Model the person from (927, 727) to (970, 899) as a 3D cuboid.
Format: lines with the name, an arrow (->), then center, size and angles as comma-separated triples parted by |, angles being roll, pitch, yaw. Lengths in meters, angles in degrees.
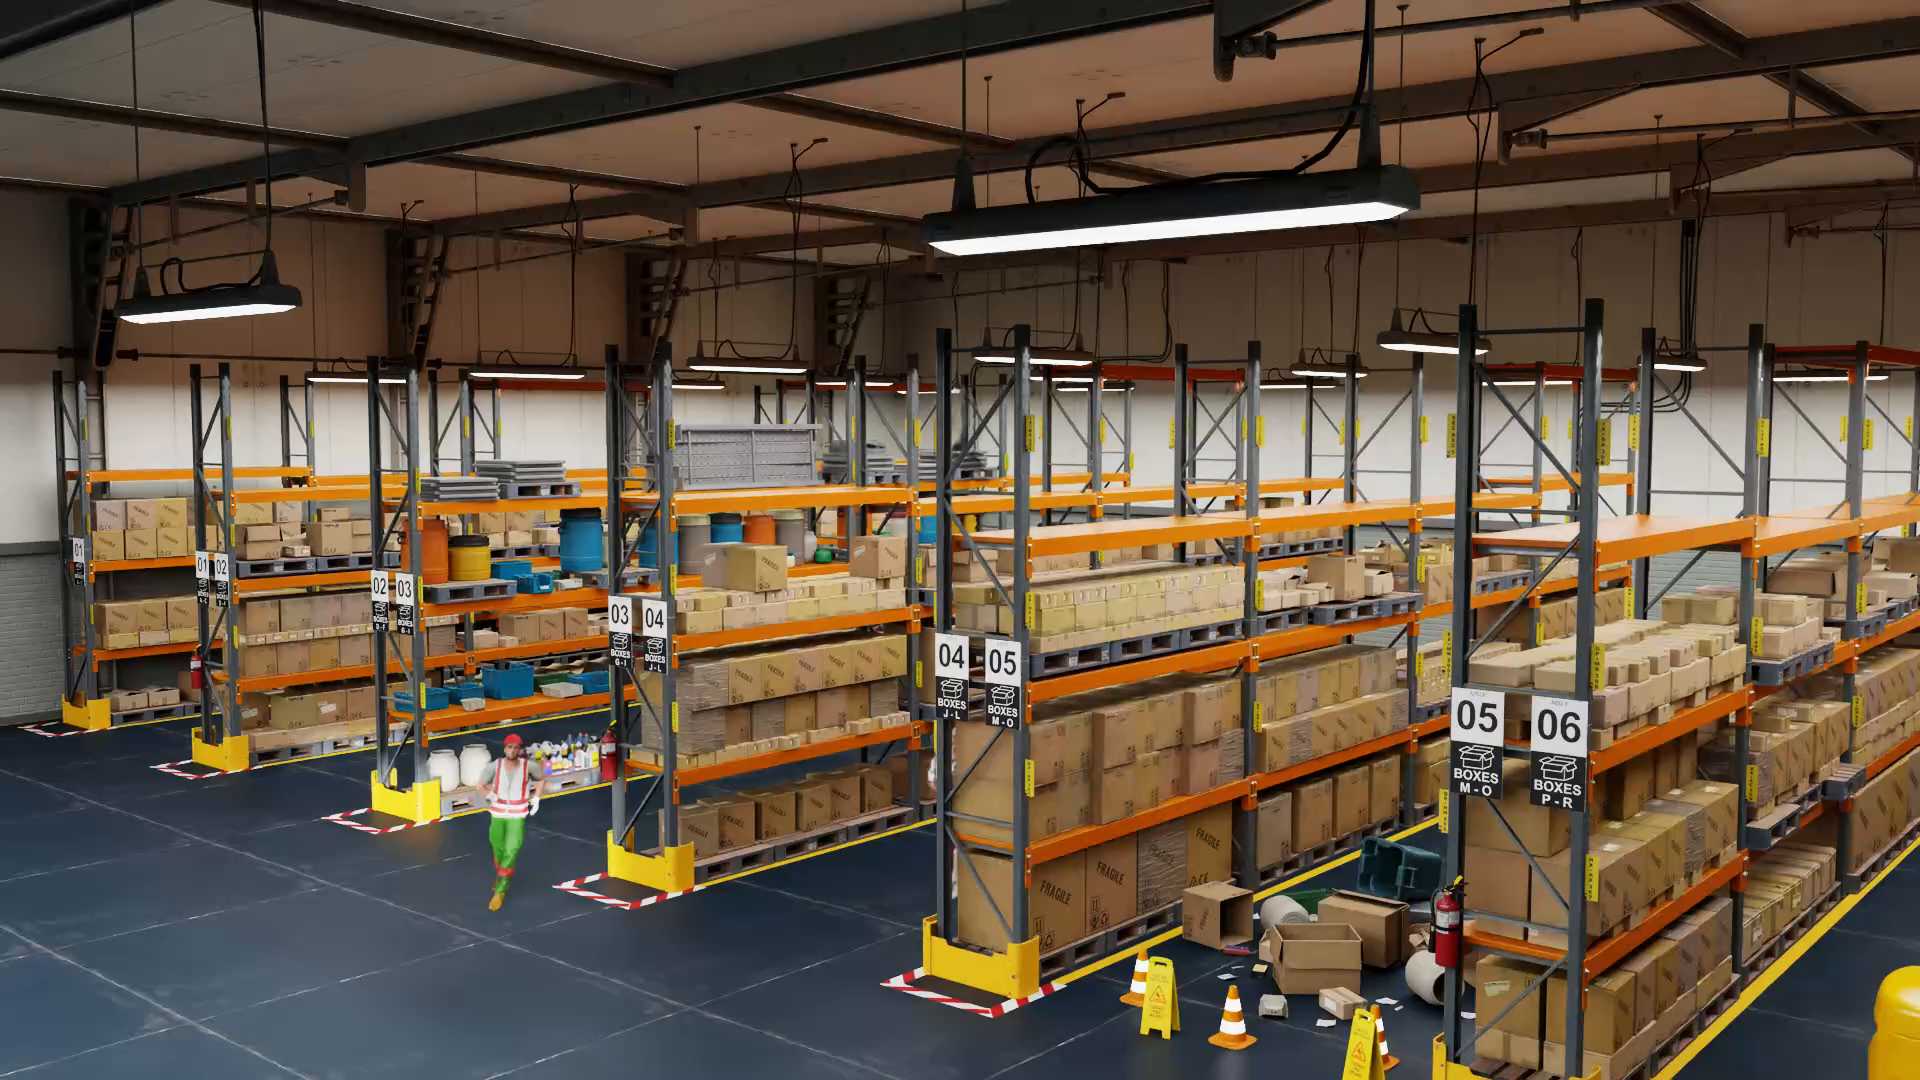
person -> -0.027, 2.963, 18.328 | 0.684, 1.843, 0.864 | 2, 5, 31

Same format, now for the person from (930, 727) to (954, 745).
person -> -0.201, 2.546, 24.782 | 0.581, 1.655, 0.681 | 3, 5, 38

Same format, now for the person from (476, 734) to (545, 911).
person -> -4.827, 2.973, 17.826 | 0.690, 1.799, 0.852 | 0, 4, -5
